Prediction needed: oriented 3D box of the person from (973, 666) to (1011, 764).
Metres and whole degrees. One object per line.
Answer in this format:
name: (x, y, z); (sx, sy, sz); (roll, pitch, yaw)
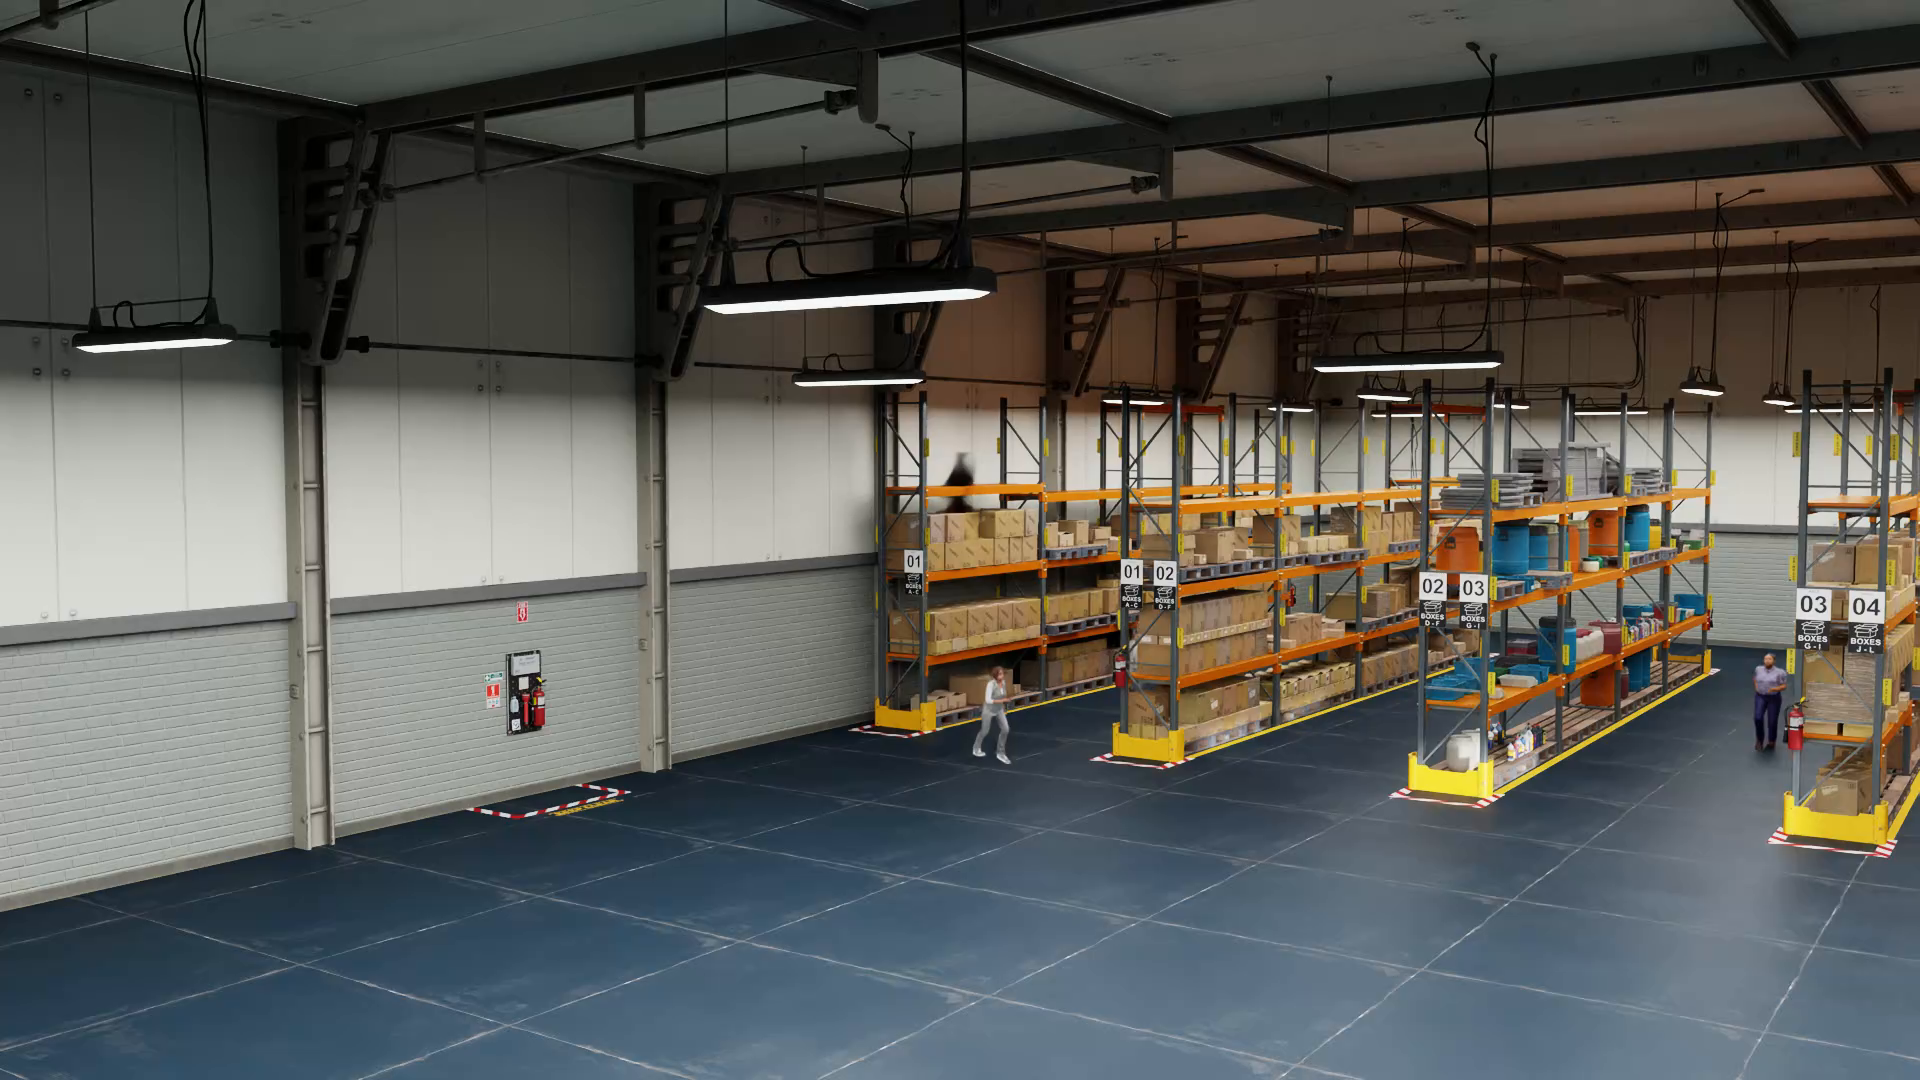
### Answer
person: (0.531, 2.761, 26.419); (0.541, 1.562, 0.904); (-2, 4, -38)

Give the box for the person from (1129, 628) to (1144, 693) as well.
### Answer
person: (3.340, 2.449, 31.361); (0.611, 1.624, 0.729); (2, 4, 33)

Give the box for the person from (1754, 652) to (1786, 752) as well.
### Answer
person: (13.377, 2.678, 27.490); (0.496, 1.665, 0.801); (2, 4, 29)
